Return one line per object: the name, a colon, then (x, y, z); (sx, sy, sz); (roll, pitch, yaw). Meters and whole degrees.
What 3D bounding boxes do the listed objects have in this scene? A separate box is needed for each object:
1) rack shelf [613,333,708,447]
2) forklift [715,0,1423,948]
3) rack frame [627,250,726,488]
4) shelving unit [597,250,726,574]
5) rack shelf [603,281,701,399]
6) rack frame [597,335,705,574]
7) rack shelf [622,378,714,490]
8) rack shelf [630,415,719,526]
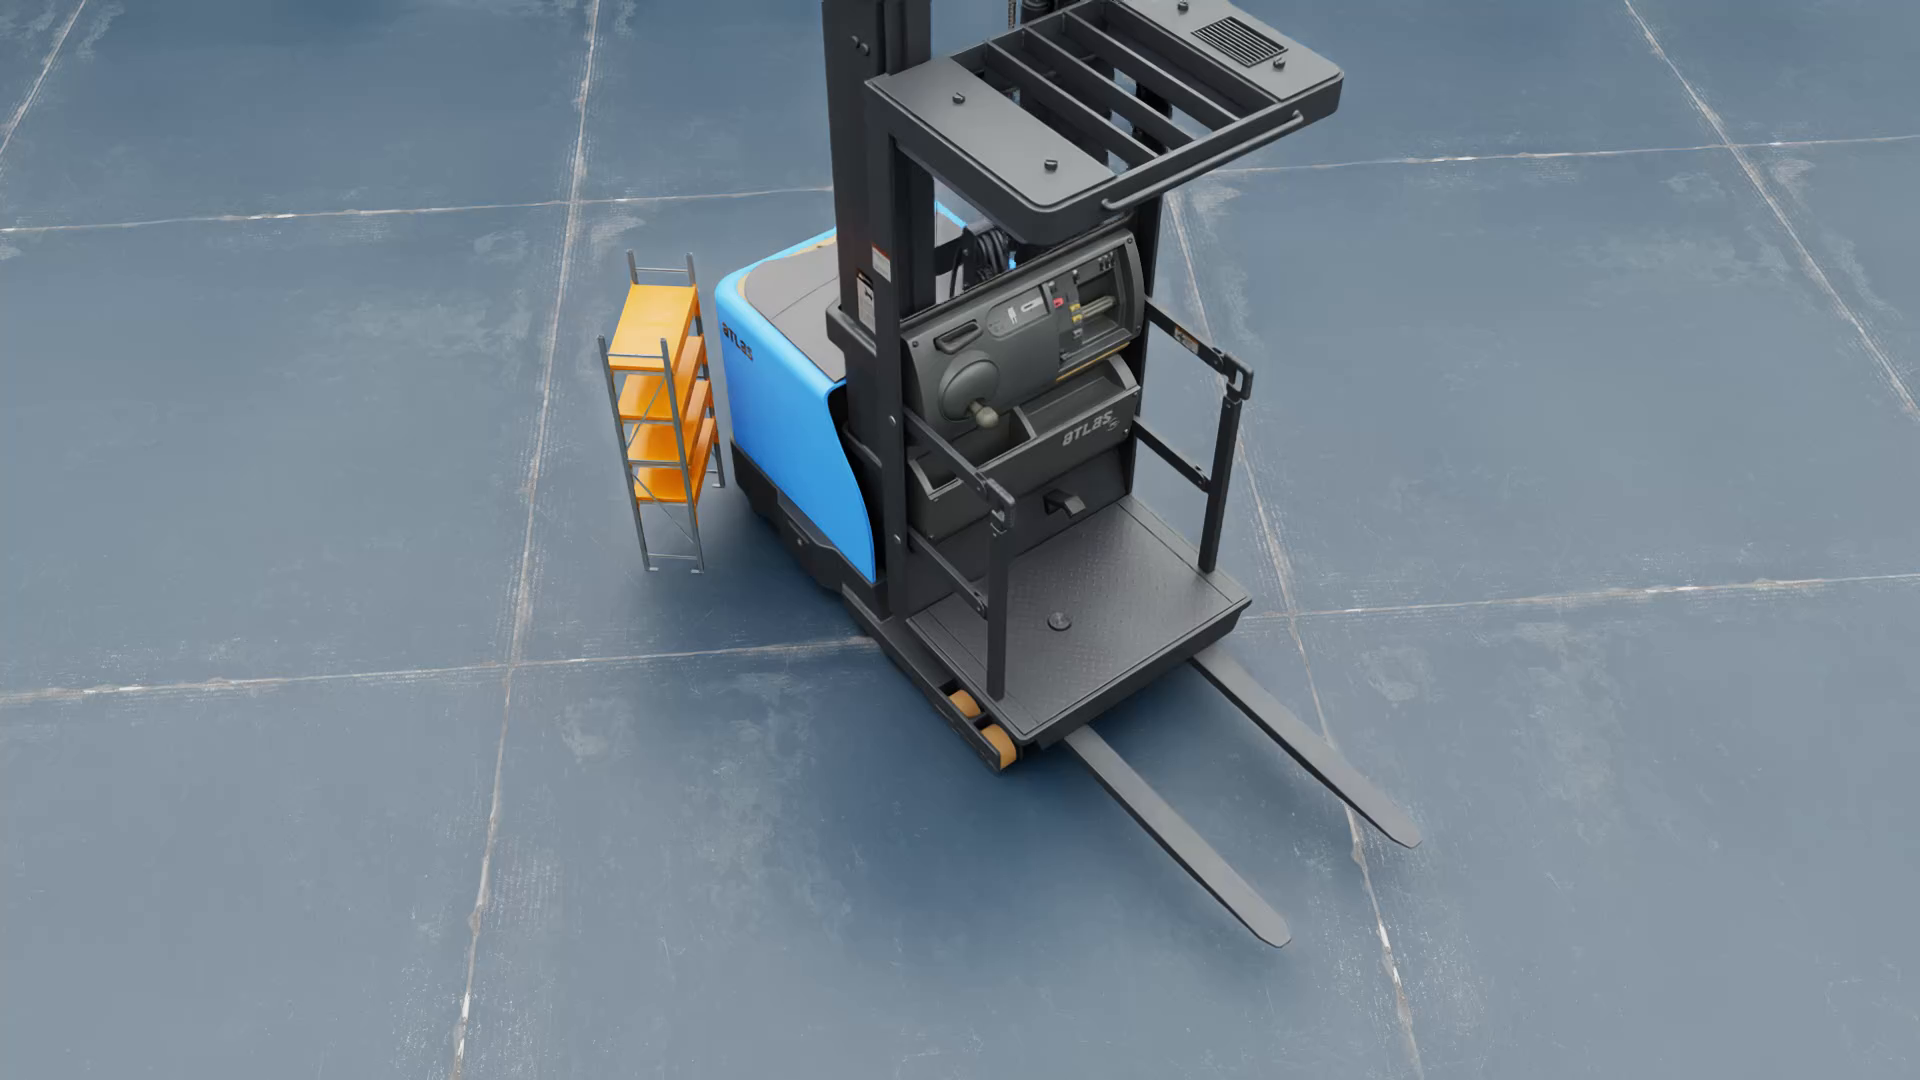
rack shelf: (-1.120, -0.573, 6.251); (0.258, 0.148, 0.480); (3, 47, 3)
forklift: (0.356, -0.593, 5.293); (1.130, 2.935, 3.031); (-29, 53, -24)
rack frame: (-1.103, -0.642, 6.532); (0.240, 1.200, 0.015); (3, 47, 3)
shelving unit: (-1.120, -0.466, 6.364); (0.258, 1.200, 0.503); (3, 47, 3)
rack shelf: (-1.120, -0.736, 6.079); (0.258, 0.148, 0.480); (3, 47, 3)
rack frame: (-1.138, -0.289, 6.197); (0.240, 1.200, 0.015); (3, 47, 3)
rack shelf: (-1.120, -0.419, 6.413); (0.258, 0.148, 0.480); (3, 47, 3)
rack shelf: (-1.120, -0.283, 6.557); (0.258, 0.148, 0.480); (3, 47, 3)
